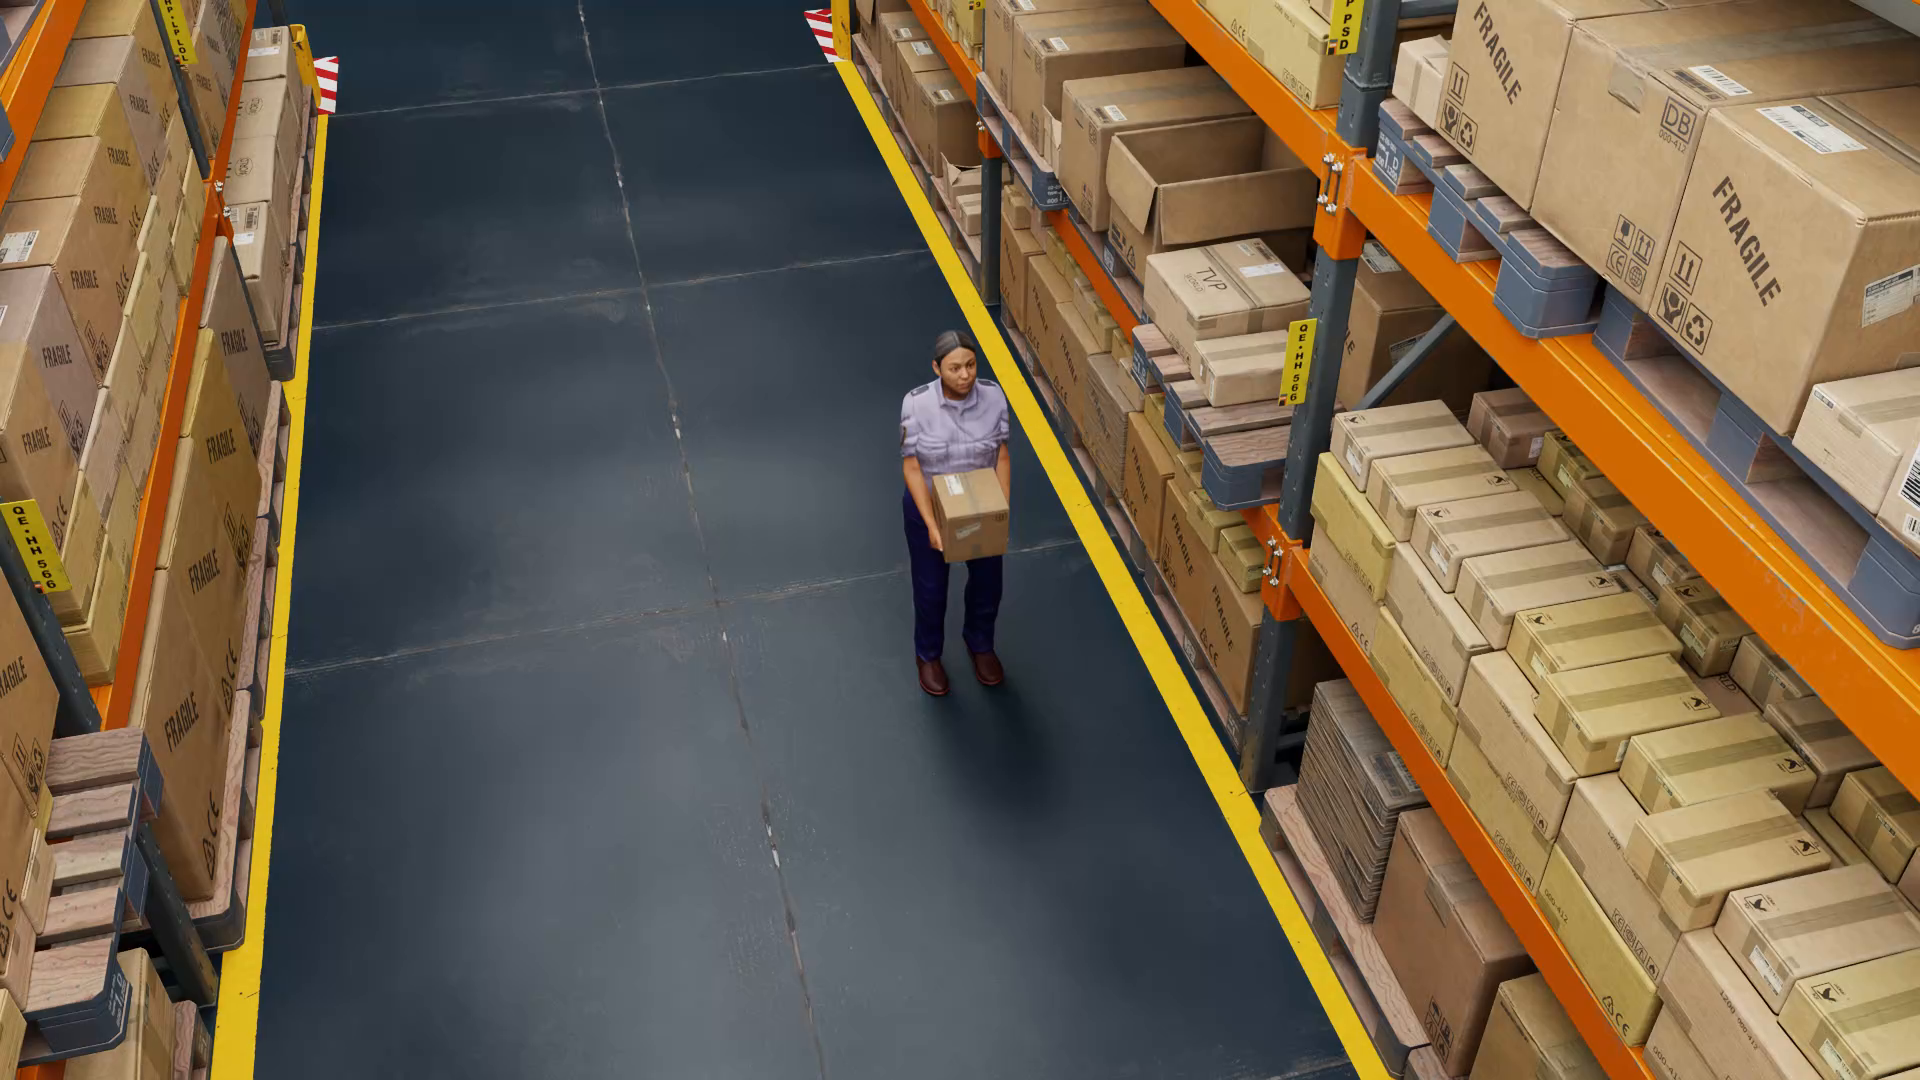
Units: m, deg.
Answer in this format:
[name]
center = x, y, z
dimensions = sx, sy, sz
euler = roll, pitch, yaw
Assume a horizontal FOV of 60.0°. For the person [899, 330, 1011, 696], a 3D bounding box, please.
[person]
center = 0.001, -0.067, 6.829
dimensions = 0.452, 1.623, 0.524
euler = -9, 39, -11
